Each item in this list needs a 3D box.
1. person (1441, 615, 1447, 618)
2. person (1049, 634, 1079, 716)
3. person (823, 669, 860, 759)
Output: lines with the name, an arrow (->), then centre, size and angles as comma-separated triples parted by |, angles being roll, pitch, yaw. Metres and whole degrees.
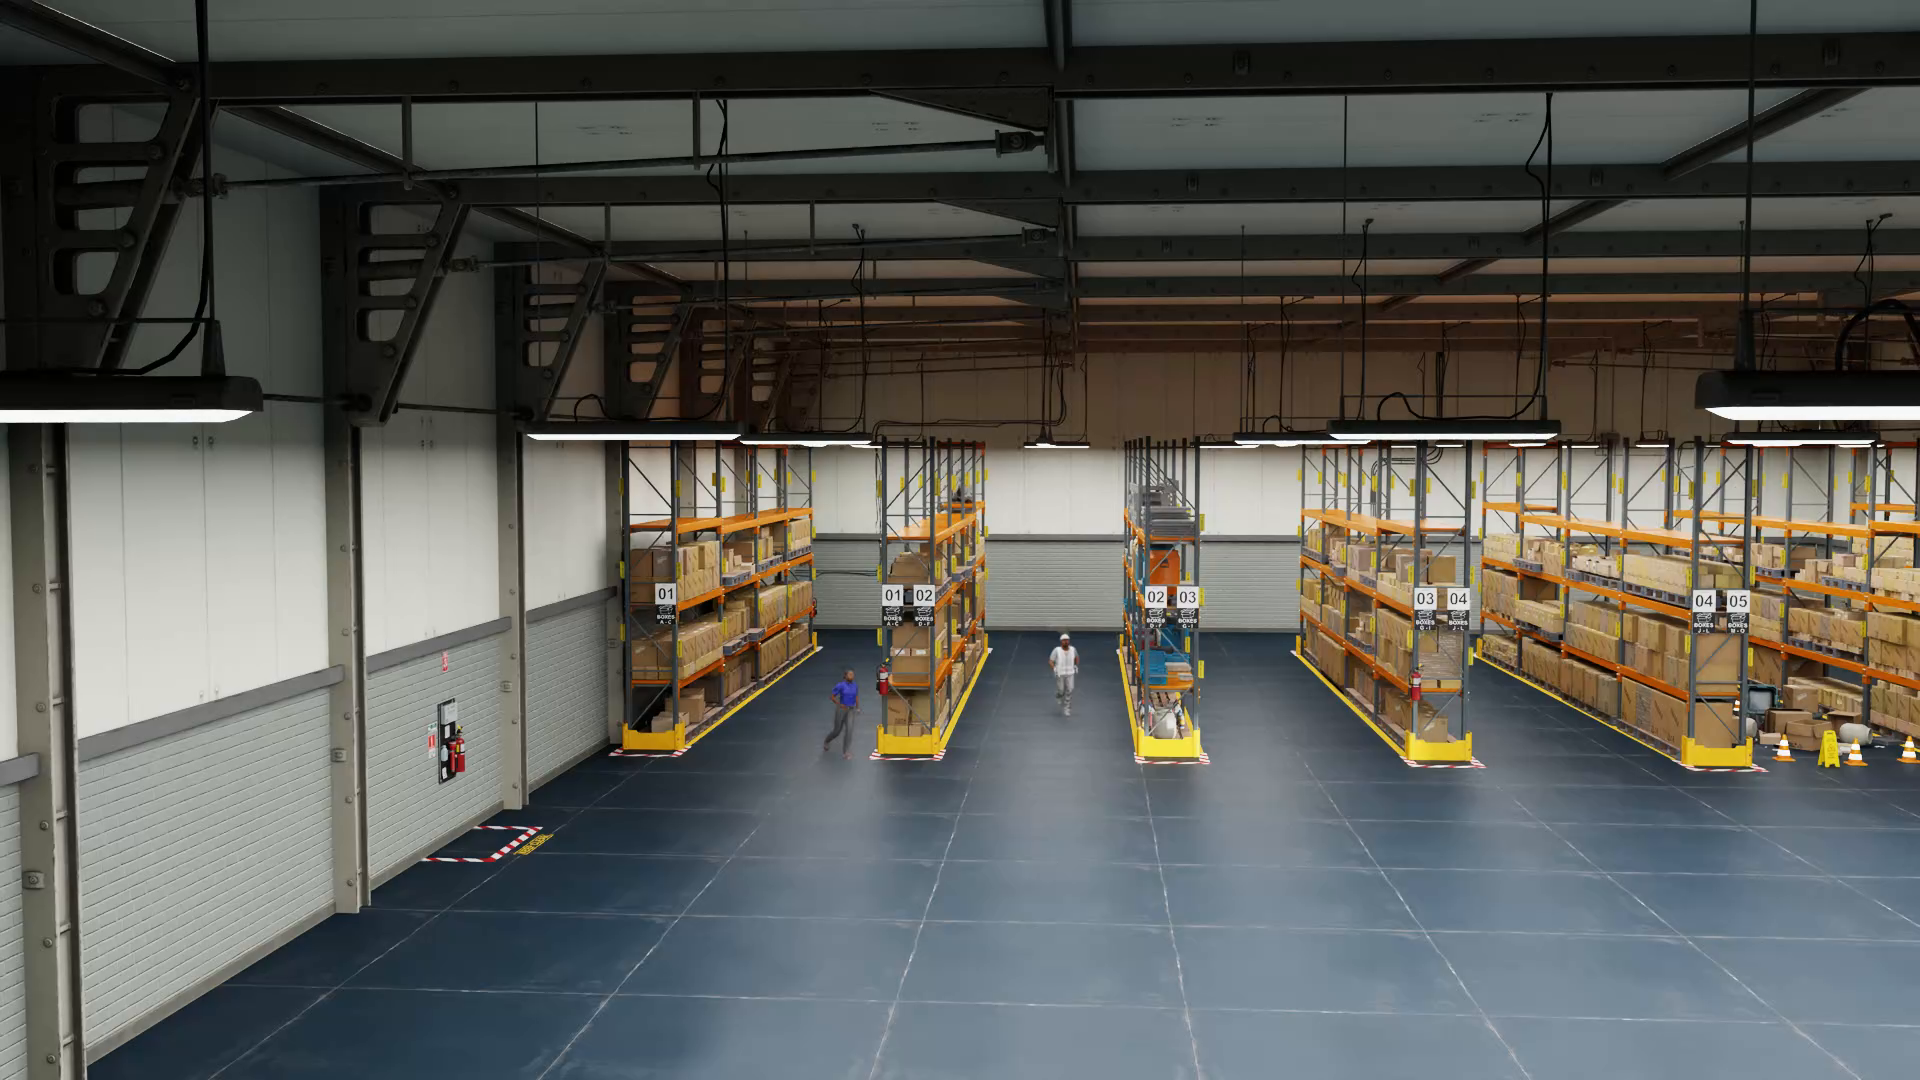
person -> 13.191, 2.412, 45.609 | 0.793, 1.746, 0.906 | 1, 3, 16
person -> 2.284, 2.919, 36.173 | 0.682, 1.753, 0.769 | -1, 3, -10
person -> -2.128, 3.236, 31.230 | 0.650, 1.616, 0.875 | -2, 4, -31
